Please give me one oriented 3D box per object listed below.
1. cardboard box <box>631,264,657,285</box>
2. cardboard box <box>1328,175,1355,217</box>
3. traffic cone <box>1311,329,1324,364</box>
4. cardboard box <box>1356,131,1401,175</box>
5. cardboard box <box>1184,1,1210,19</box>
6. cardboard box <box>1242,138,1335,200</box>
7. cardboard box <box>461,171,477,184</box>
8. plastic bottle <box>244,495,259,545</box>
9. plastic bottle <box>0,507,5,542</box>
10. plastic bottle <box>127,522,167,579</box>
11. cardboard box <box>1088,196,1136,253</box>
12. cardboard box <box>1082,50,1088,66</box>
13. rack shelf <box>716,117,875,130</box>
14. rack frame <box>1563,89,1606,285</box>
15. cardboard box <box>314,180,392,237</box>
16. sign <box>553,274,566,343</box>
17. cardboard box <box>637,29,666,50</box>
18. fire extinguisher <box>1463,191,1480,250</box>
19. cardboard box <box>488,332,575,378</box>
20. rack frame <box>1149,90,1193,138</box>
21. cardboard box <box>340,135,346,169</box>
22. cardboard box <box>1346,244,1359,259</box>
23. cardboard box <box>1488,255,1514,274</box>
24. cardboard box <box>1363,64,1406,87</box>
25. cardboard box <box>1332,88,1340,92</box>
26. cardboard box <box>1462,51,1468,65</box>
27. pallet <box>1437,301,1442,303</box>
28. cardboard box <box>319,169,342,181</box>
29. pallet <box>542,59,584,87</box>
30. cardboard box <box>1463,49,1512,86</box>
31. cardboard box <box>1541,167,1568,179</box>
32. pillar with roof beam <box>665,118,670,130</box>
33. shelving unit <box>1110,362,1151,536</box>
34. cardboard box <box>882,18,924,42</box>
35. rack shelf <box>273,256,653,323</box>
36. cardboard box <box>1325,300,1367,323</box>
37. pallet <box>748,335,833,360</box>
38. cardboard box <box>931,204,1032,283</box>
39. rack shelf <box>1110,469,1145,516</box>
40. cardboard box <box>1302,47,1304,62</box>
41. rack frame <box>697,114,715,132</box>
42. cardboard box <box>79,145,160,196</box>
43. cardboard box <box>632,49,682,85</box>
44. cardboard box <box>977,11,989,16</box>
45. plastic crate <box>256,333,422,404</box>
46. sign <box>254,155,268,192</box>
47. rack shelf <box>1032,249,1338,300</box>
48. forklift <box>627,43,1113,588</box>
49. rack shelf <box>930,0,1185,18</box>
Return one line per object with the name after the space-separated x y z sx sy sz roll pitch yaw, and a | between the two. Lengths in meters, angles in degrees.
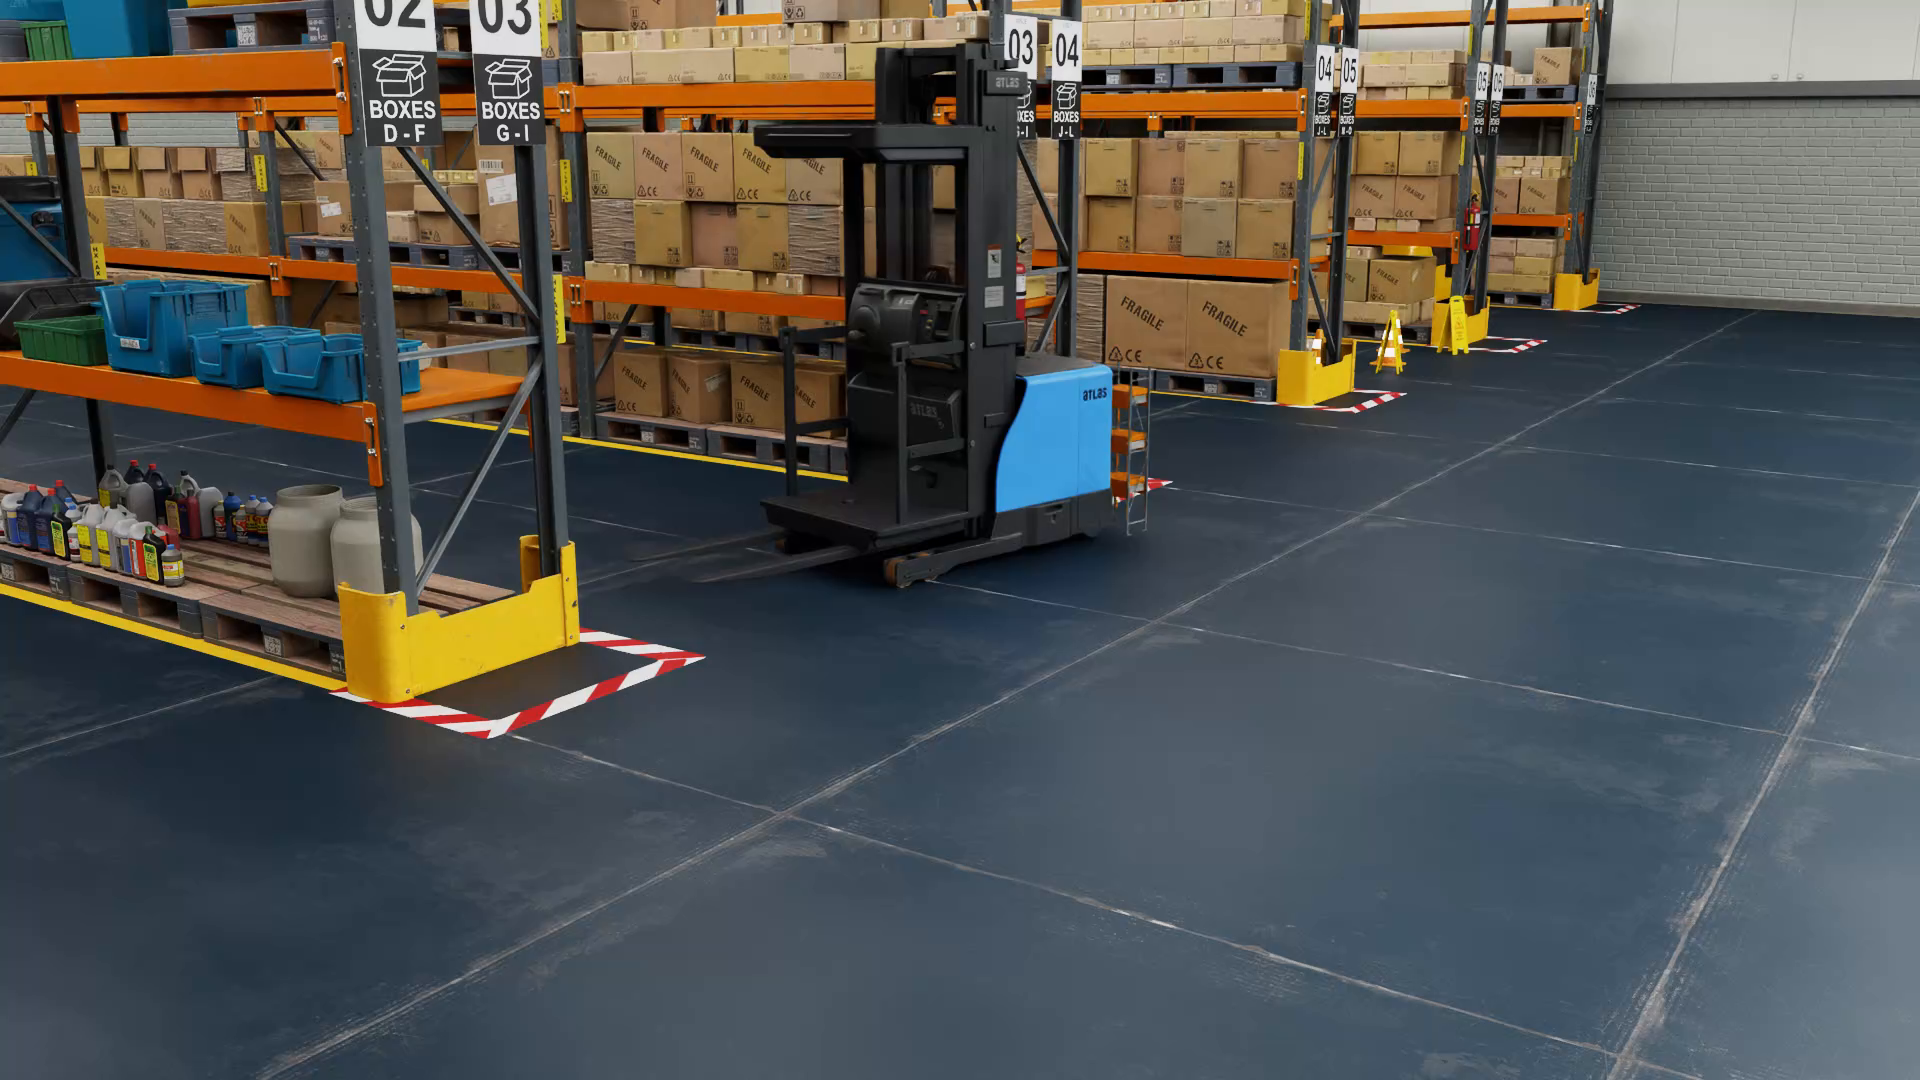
-2.370 -2.110 13.128 0.250 0.149 0.380 9 17 33 | cardboard box
4.616 -4.171 20.104 0.500 0.500 0.500 9 17 33 | cardboard box
3.720 -1.947 17.225 0.334 0.463 0.336 9 17 33 | traffic cone
5.085 -4.597 19.744 0.500 0.500 0.700 9 17 33 | cardboard box
2.264 -4.878 15.324 0.250 0.149 0.380 10 17 34 | cardboard box
3.081 -3.479 15.574 0.550 0.550 0.875 9 17 33 | cardboard box
-6.073 -4.588 21.027 0.250 0.149 0.380 9 17 33 | cardboard box
-3.947 -0.115 9.307 0.097 0.271 0.097 0 14 0 | plastic bottle
-5.379 -0.095 9.374 0.097 0.201 0.097 0 14 0 | plastic bottle
-4.211 0.049 8.634 0.135 0.276 0.152 9 17 33 | plastic bottle
1.708 -3.170 16.574 0.500 0.550 0.875 9 17 33 | cardboard box
1.219 -4.660 16.104 0.250 0.149 0.380 9 17 33 | cardboard box
-2.803 -7.799 30.841 4.000 0.370 1.077 9 17 33 | rack shelf
8.814 -4.815 23.531 0.127 3.000 1.000 9 17 33 | rack frame
-5.652 -3.109 15.560 0.500 0.500 0.500 7 15 26 | cardboard box
-1.938 -1.105 7.967 0.005 0.325 0.100 9 17 33 | sign
-2.233 -3.794 12.647 0.250 0.149 0.380 9 17 33 | cardboard box
5.884 -3.680 19.107 0.183 0.674 0.296 9 17 33 | fire extinguisher
-3.686 -1.540 14.587 0.500 0.500 0.700 9 17 32 | cardboard box
2.727 -4.361 21.698 0.127 3.000 1.000 9 17 33 | rack frame
-7.979 -5.260 22.423 0.500 0.500 0.500 10 17 34 | cardboard box
4.687 -3.498 20.150 0.250 0.149 0.380 10 17 34 | cardboard box
7.825 -3.999 24.043 0.500 0.250 0.500 9 17 32 | cardboard box
5.062 -5.438 19.497 0.500 0.250 0.500 9 16 32 | cardboard box
4.547 -5.328 19.885 0.250 0.149 0.380 9 16 31 | cardboard box
5.865 -5.634 19.462 0.250 0.149 0.380 9 17 32 | cardboard box
7.148 -3.719 24.908 1.213 0.211 1.003 9 17 33 | pallet
-8.406 -4.845 22.827 0.500 0.500 0.500 9 16 31 | cardboard box
-3.256 -3.854 13.798 1.003 0.211 1.213 9 17 33 | pallet
7.516 -6.740 23.775 0.500 0.500 0.700 9 17 33 | cardboard box
8.370 -5.169 23.403 0.250 0.149 0.380 9 17 34 | cardboard box
-8.600 -9.556 30.197 0.400 9.000 9.100 9 17 33 | pillar with roof beam
1.026 -0.575 10.460 0.252 1.050 0.215 13 19 43 | shelving unit
-0.328 -3.474 11.353 0.250 0.149 0.380 8 16 30 | cardboard box
-4.463 -2.304 14.886 4.000 0.370 1.077 9 17 33 | rack shelf
4.800 -2.820 20.319 0.500 0.250 0.500 9 17 33 | cardboard box
-1.650 -2.259 19.009 1.213 0.211 1.003 9 17 33 | pallet
0.075 -2.121 11.821 0.500 0.500 0.875 9 17 33 | cardboard box
1.026 -0.295 10.529 0.240 0.259 0.215 13 19 43 | rack shelf
3.262 -4.520 15.540 0.250 0.149 0.380 9 17 33 | cardboard box
-3.270 -3.897 19.823 0.127 3.000 1.000 9 17 33 | rack frame
-8.907 -3.909 17.578 0.637 0.503 0.797 9 16 31 | cardboard box
-2.131 -3.587 12.641 0.500 0.250 0.500 9 17 32 | cardboard box
0.374 -5.183 16.559 0.250 0.149 0.380 9 17 32 | cardboard box
-2.831 -0.796 7.607 0.616 0.251 0.499 9 17 33 | plastic crate
-6.430 -3.372 15.295 0.005 0.325 0.100 9 17 33 | sign
1.708 -2.743 16.659 4.000 0.370 1.077 9 17 33 | rack shelf
-0.469 -1.295 9.455 3.031 2.935 1.130 -13 19 -42 | forklift
1.068 -6.998 22.195 4.000 0.370 1.077 9 17 33 | rack shelf
